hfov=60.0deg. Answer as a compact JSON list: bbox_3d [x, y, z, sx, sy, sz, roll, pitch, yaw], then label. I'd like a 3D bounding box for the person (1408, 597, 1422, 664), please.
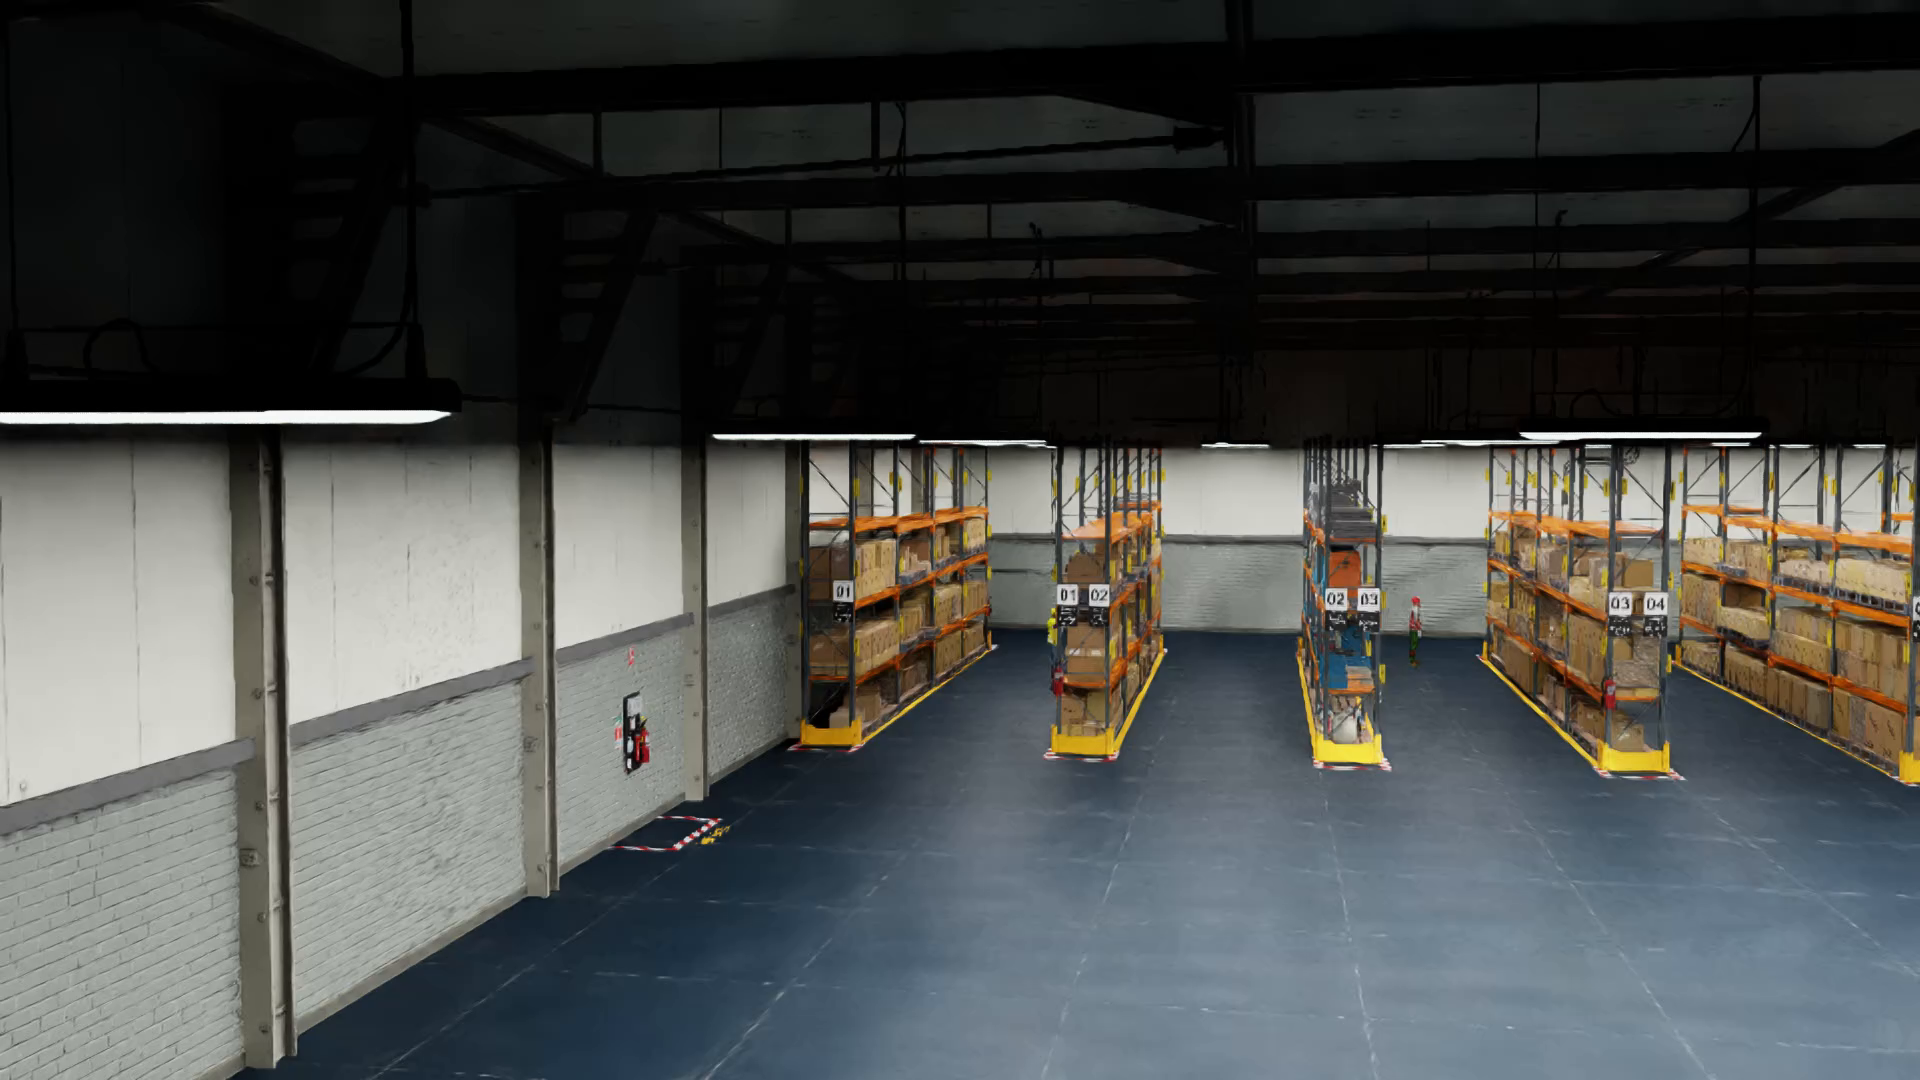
[{"bbox_3d":[12.190,2.405,44.452,0.392,1.791,0.654,0,3,0],"label":"person"}]

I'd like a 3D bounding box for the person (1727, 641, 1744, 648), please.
[{"bbox_3d":[21.497,2.393,45.952,0.640,1.672,0.551,-3,4,-42],"label":"person"}]

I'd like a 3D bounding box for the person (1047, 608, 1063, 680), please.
[{"bbox_3d":[2.412,2.578,41.501,0.452,1.768,0.632,-1,3,-21],"label":"person"}]
